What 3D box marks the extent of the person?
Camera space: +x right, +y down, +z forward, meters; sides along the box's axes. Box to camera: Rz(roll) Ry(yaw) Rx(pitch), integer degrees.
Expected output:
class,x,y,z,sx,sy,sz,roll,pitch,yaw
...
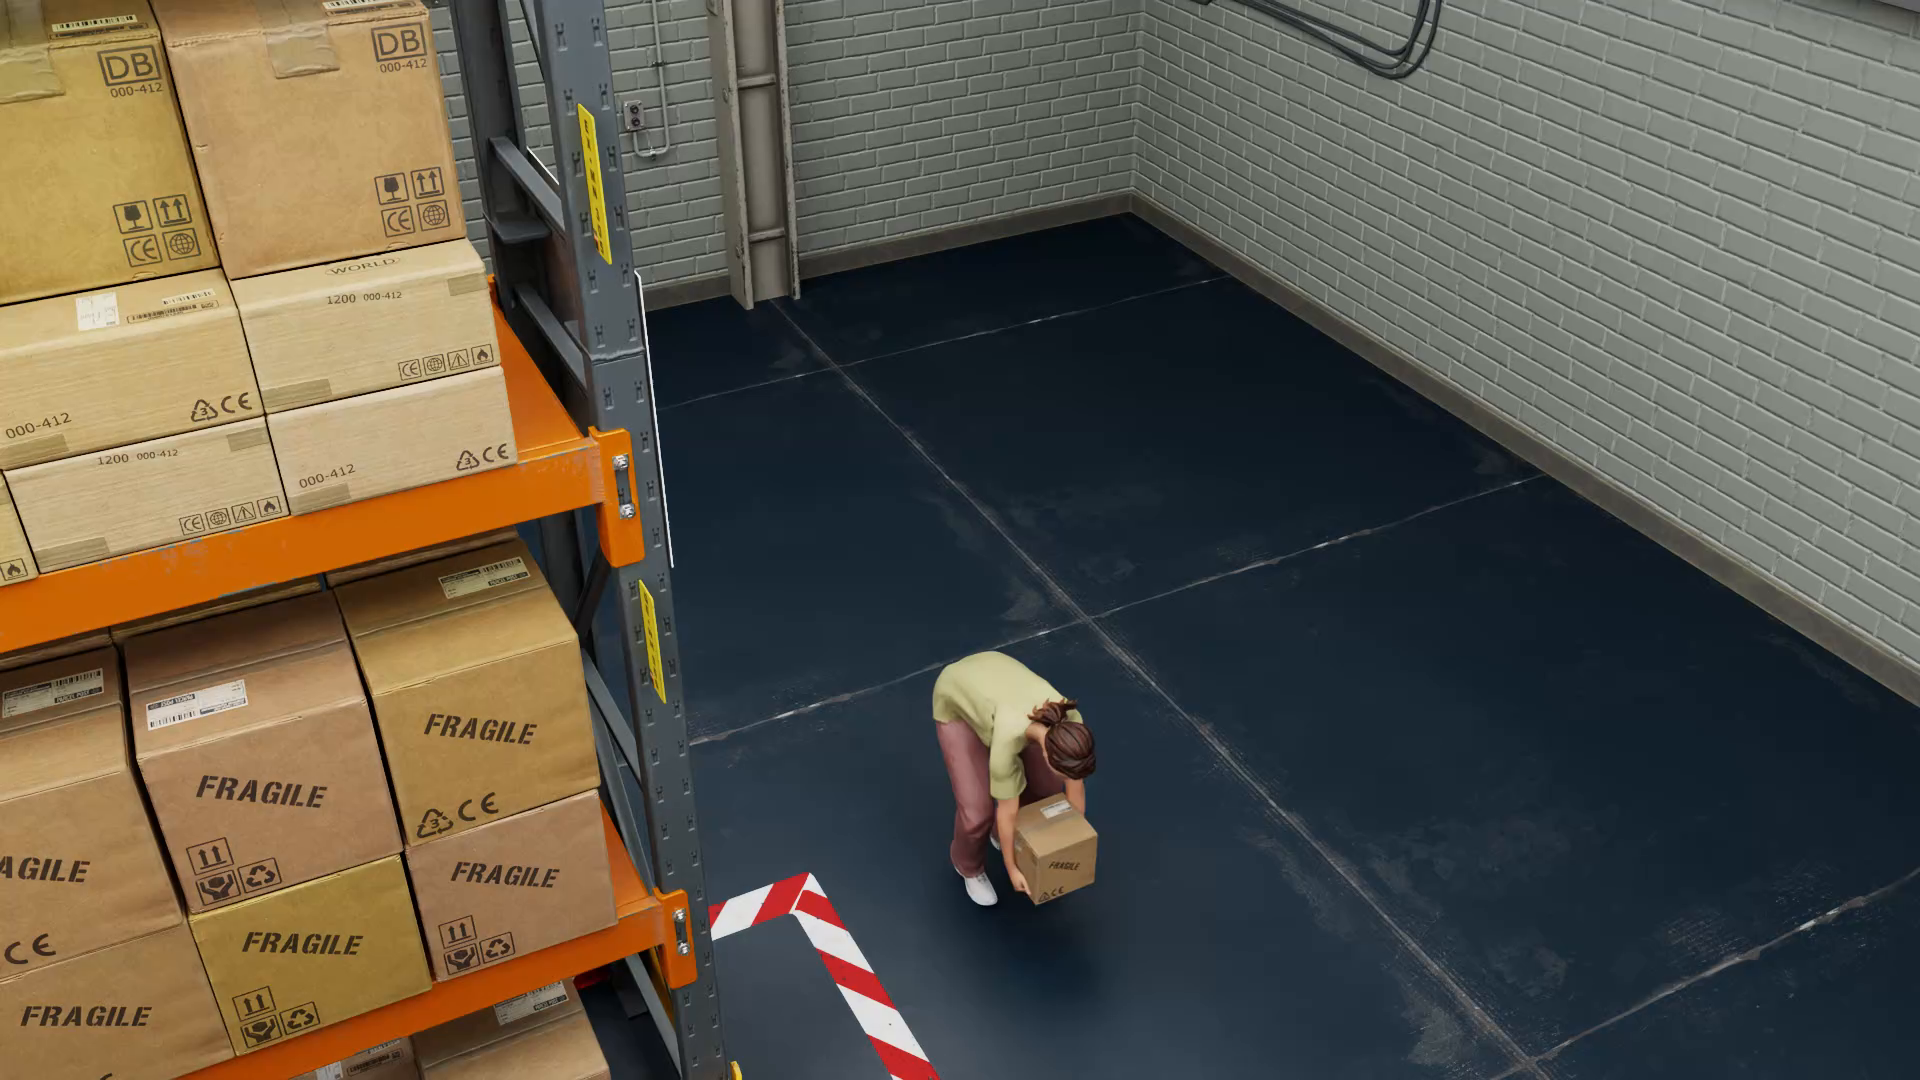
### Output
class,x,y,z,sx,sy,sz,roll,pitch,yaw
person,0.219,0.935,6.233,0.448,1.104,0.860,-18,37,-25
